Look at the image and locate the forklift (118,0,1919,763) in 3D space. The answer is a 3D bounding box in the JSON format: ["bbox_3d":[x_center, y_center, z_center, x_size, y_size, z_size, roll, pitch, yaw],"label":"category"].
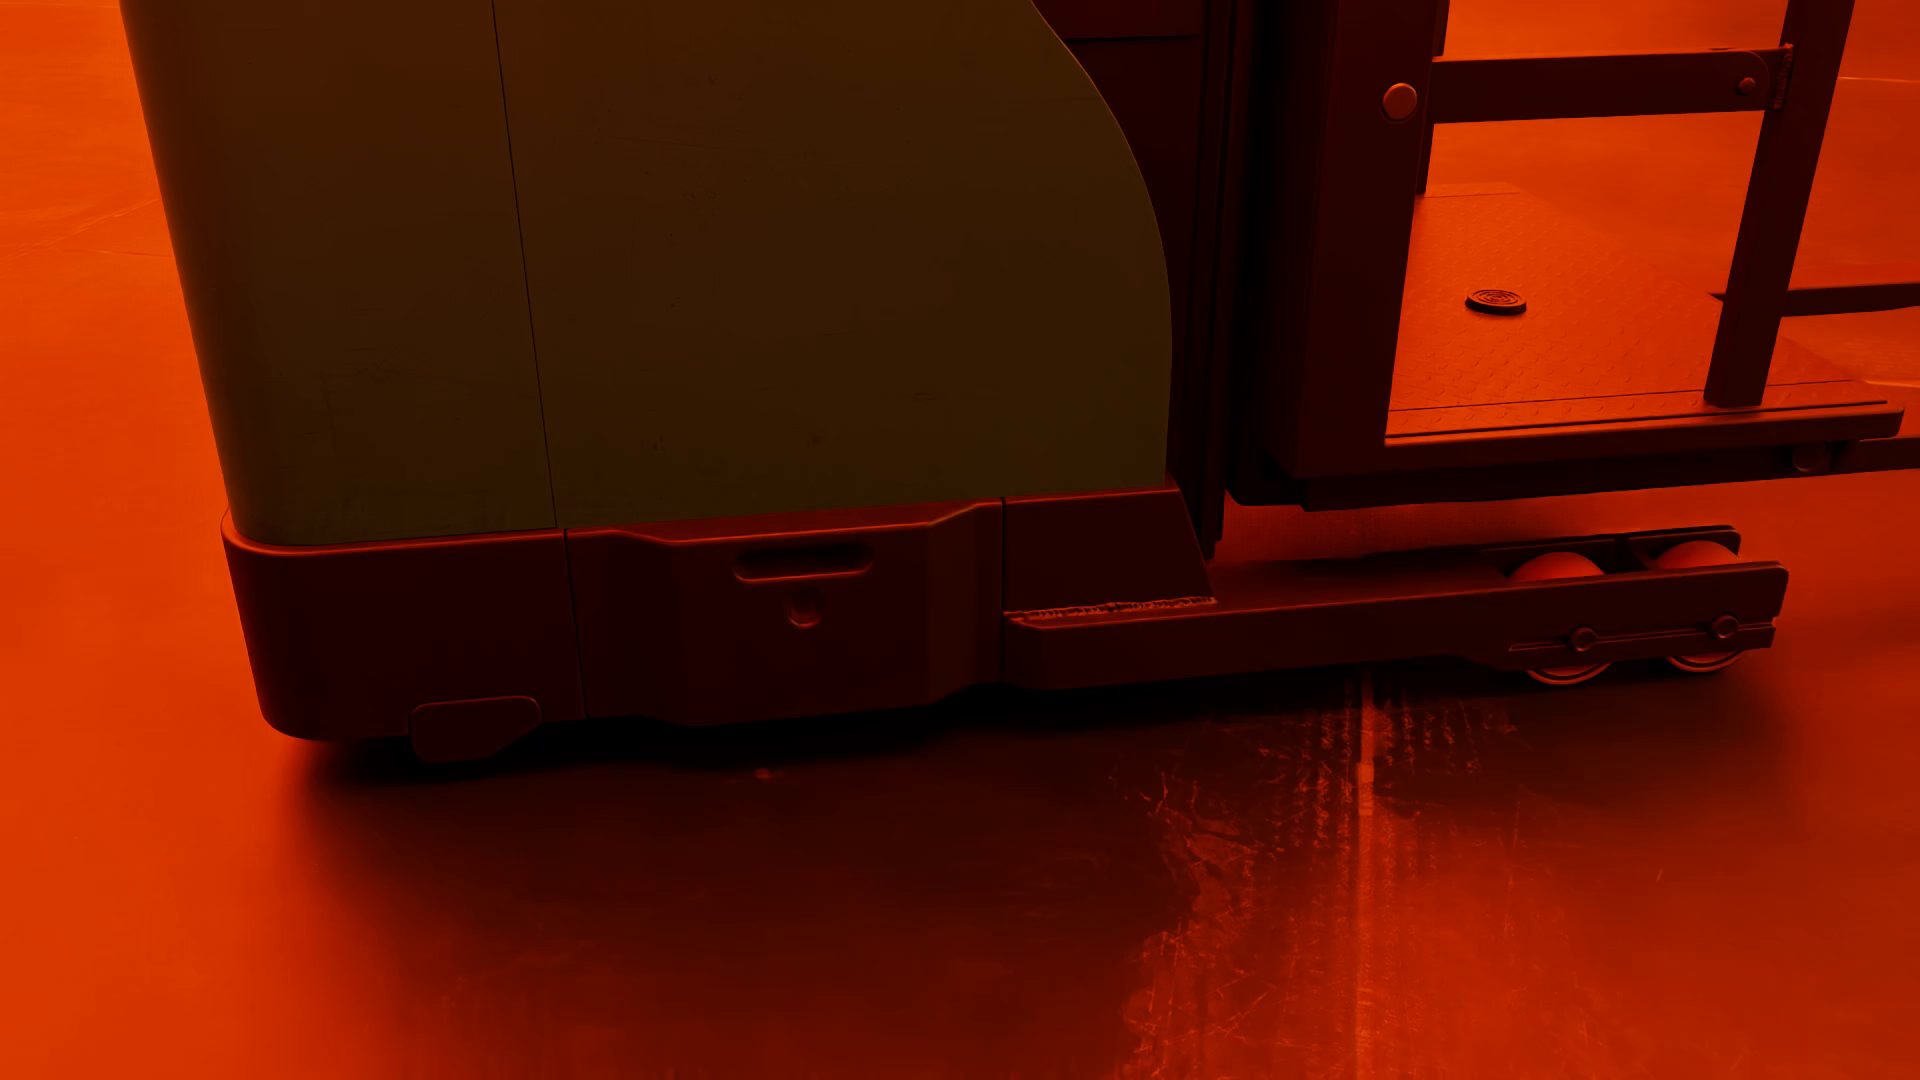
[{"bbox_3d":[0.600,-1.354,1.930,3.031,2.935,1.130,-4,27,-9],"label":"forklift"}]
